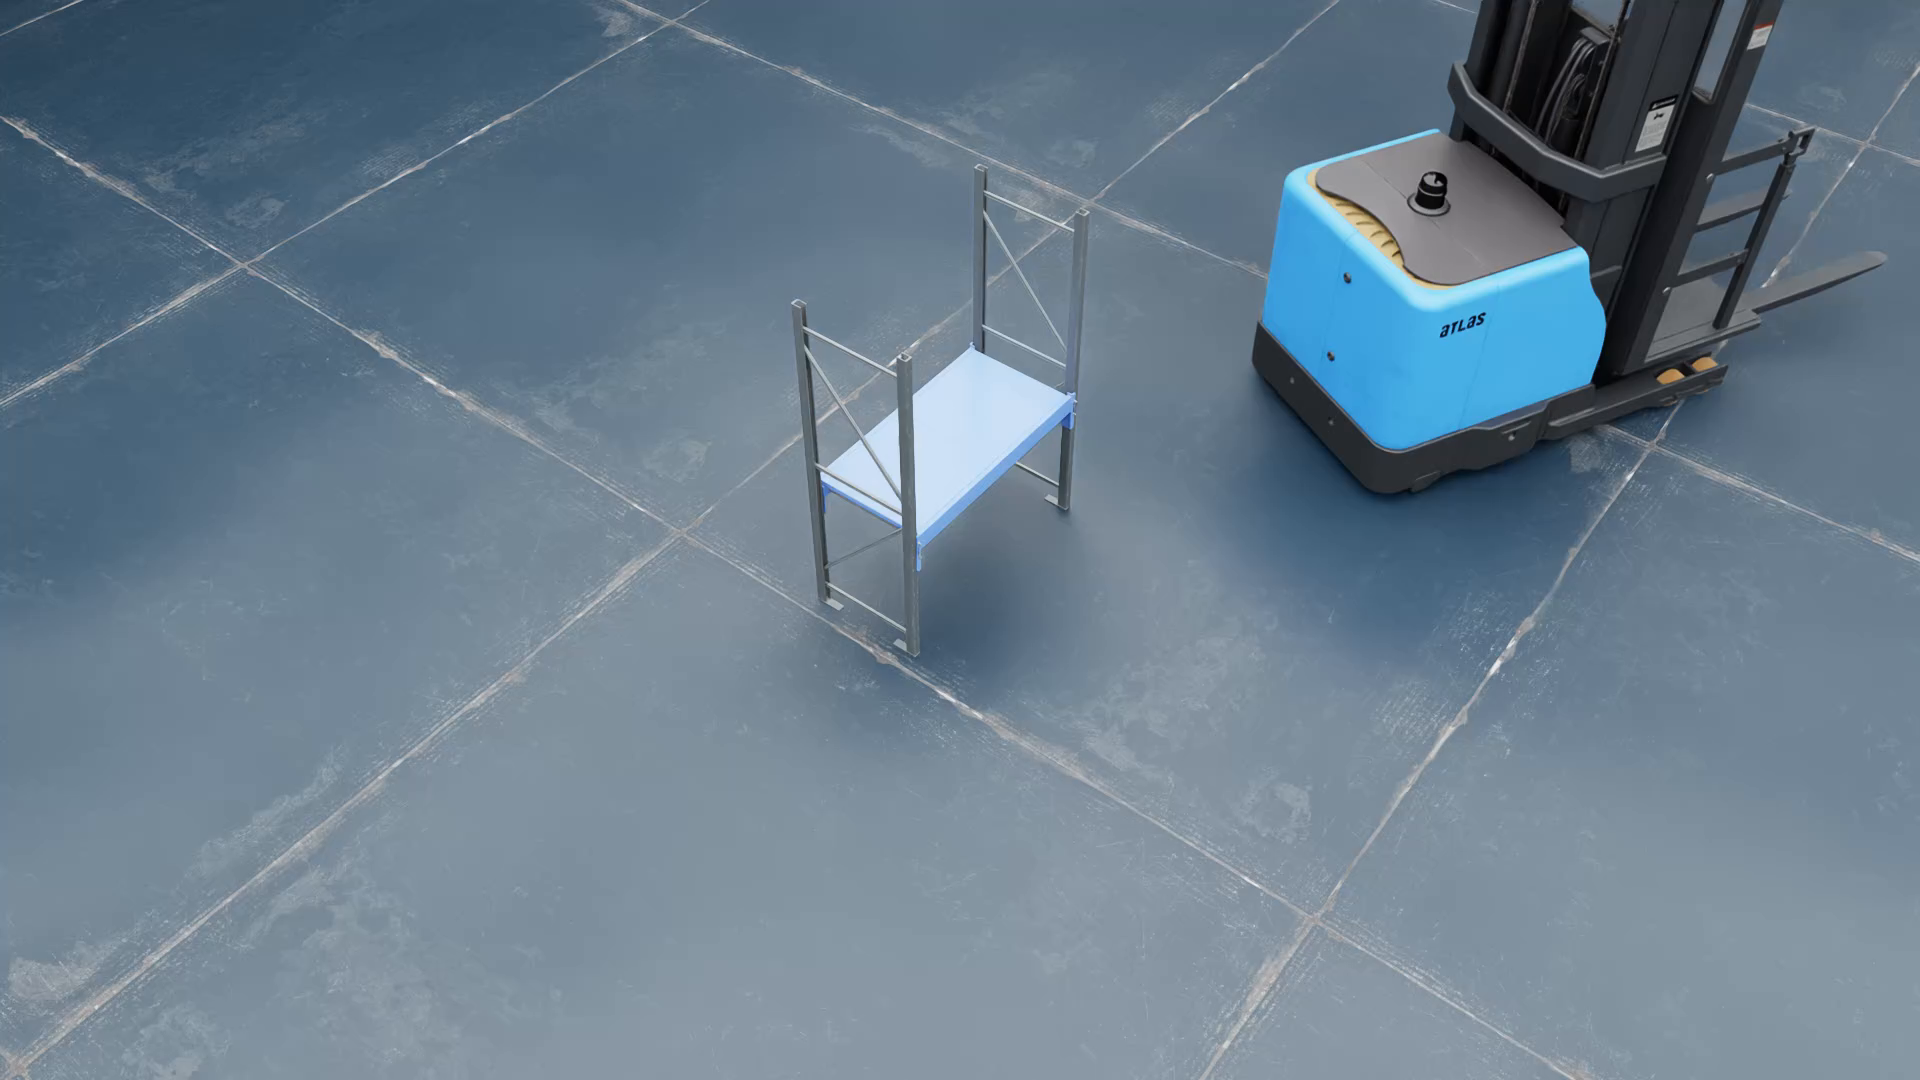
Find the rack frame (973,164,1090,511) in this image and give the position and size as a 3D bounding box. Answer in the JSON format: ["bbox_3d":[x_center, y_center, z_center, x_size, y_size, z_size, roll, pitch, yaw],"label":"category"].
[{"bbox_3d":[0.259,-0.760,6.604,0.500,1.500,0.032,29,53,25],"label":"rack frame"}]

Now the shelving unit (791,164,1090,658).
[{"bbox_3d":[-0.052,-0.469,6.326,0.538,1.500,1.048,29,53,25],"label":"shelving unit"}]

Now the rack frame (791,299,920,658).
[{"bbox_3d":[-0.363,-0.178,6.048,0.500,1.500,0.032,29,53,25],"label":"rack frame"}]

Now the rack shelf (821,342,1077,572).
[{"bbox_3d":[-0.052,-0.345,6.456,0.538,0.185,1.000,29,53,25],"label":"rack shelf"}]

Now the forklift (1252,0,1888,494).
[{"bbox_3d":[2.890,-1.943,6.743,3.031,2.935,1.130,-19,49,-17],"label":"forklift"}]
